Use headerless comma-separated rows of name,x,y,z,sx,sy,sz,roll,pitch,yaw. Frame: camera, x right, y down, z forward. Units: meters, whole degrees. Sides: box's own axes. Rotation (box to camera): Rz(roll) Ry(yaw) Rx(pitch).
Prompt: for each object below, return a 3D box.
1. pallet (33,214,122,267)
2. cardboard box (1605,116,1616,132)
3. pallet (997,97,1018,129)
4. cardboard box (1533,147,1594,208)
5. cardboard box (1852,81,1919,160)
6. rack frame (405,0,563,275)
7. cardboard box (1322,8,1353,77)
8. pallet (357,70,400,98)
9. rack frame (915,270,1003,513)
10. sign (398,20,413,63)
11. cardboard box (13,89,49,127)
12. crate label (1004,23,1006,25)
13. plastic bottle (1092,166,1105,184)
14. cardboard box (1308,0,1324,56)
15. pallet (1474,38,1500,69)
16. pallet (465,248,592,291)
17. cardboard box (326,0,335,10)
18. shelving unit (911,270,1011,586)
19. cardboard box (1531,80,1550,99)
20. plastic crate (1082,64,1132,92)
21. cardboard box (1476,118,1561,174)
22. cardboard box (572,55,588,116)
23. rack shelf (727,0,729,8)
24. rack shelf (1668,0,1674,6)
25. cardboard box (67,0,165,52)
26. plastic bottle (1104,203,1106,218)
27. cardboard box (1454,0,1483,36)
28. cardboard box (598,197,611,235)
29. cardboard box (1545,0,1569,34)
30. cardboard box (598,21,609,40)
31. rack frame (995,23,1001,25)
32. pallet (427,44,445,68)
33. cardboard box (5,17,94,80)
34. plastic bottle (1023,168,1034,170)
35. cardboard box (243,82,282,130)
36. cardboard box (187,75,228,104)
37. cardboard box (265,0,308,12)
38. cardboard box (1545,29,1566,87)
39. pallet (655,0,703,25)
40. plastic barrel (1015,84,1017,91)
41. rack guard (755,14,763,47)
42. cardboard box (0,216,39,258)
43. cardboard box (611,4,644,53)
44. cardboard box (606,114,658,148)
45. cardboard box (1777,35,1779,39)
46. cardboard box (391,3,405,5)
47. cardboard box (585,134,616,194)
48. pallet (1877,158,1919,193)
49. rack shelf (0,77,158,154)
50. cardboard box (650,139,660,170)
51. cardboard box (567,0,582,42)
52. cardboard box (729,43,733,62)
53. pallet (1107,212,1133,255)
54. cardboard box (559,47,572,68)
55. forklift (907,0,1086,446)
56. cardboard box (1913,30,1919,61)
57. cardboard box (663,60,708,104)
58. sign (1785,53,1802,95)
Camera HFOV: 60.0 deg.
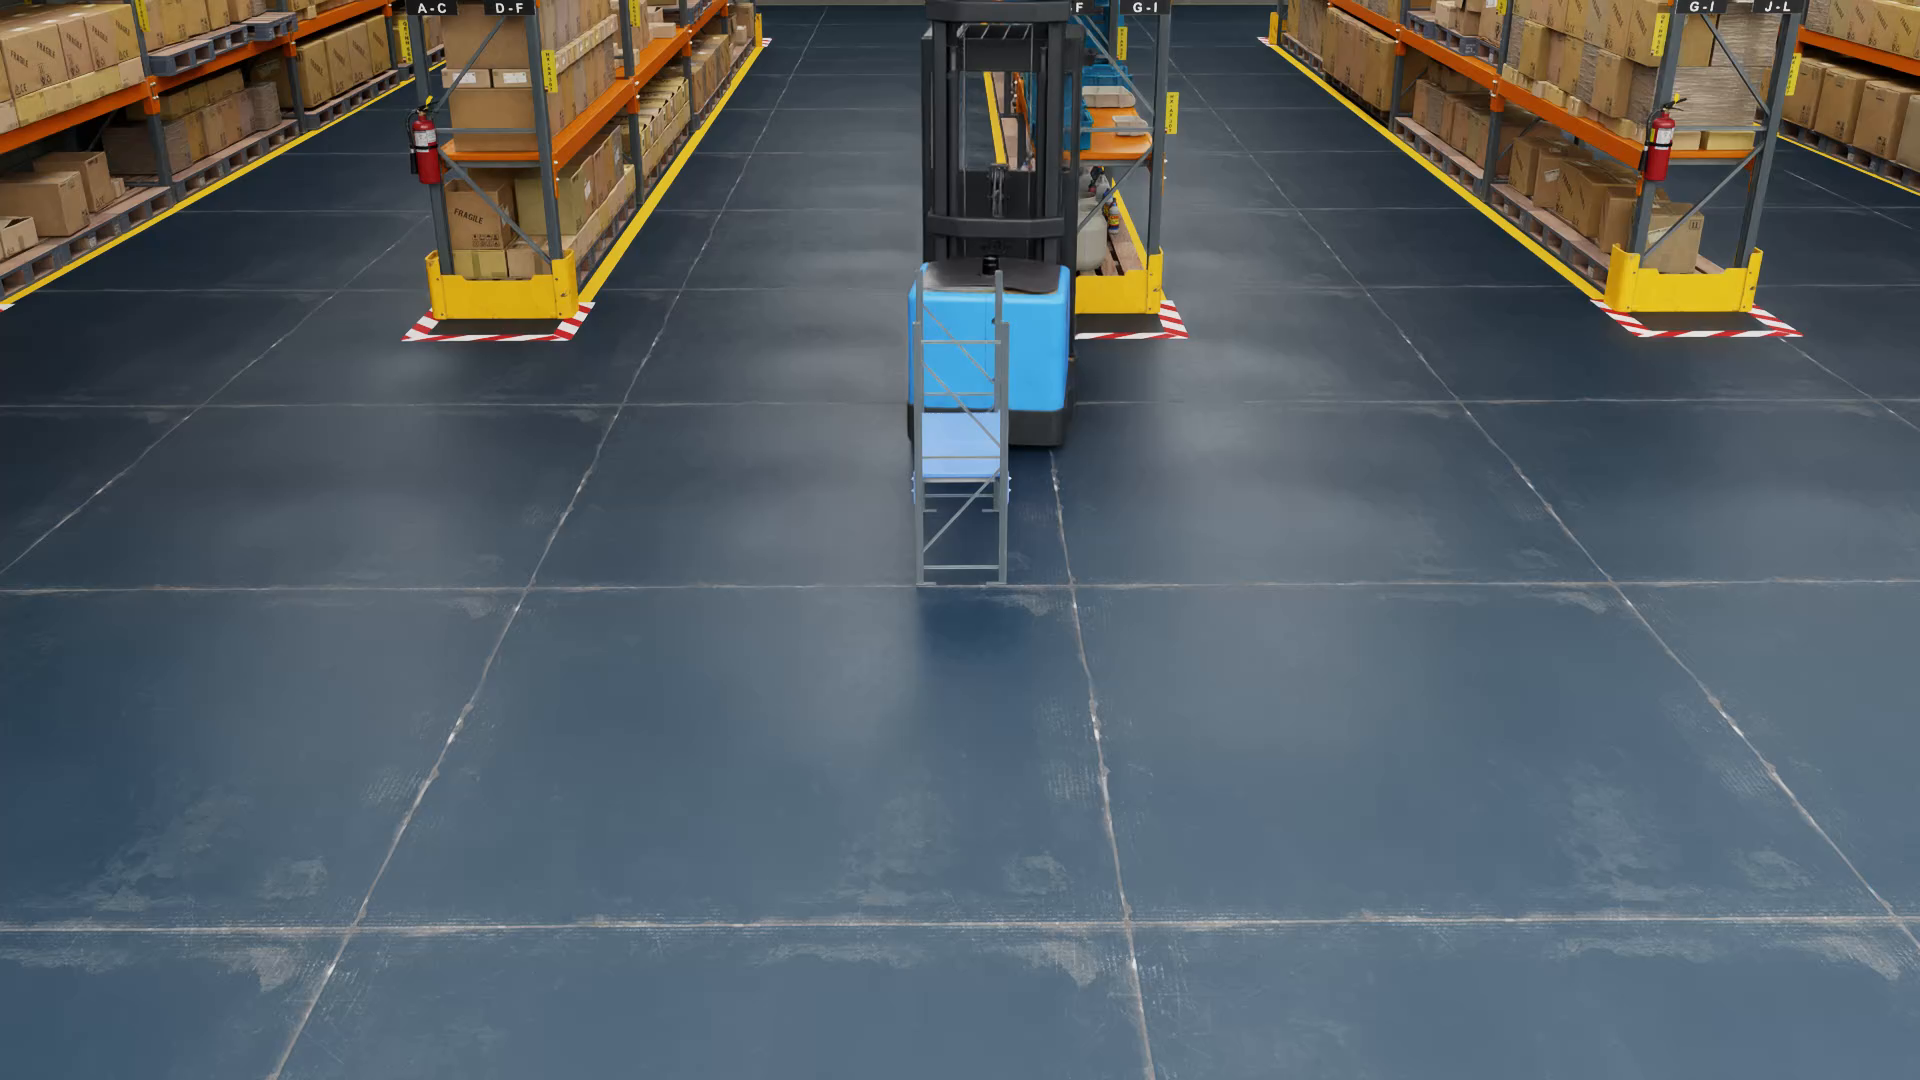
pallet,-8.744,-2.855,15.807,1.003,0.211,1.213,0,24,-1
cardboard box,5.847,-3.636,14.453,0.380,0.149,0.250,0,24,-1
pallet,1.010,-5.653,21.993,1.003,0.211,1.213,0,24,-1
cardboard box,6.034,-3.624,16.647,0.500,0.500,0.500,8,25,16
cardboard box,10.914,-4.773,18.883,1.050,0.750,0.750,0,24,-1
rack frame,-3.806,-3.282,13.366,1.000,3.000,0.127,0,24,-1
cardboard box,5.996,-7.229,24.163,1.225,0.875,0.875,0,24,0
pallet,-8.806,-6.615,24.119,1.003,0.211,1.213,0,24,-1
rack frame,-0.005,-0.858,9.826,0.500,1.500,0.032,0,24,-1
sign,-4.349,-3.921,13.086,0.100,0.325,0.005,0,24,-1
cardboard box,-8.467,-3.825,14.725,0.500,0.250,0.500,-1,24,-1
crate label,0.690,-6.347,20.348,0.303,0.233,0.416,0,24,-1
plastic bottle,1.401,-3.601,16.753,0.144,0.351,0.185,-1,24,-3
cardboard box,6.032,-8.136,26.168,0.875,0.875,0.875,0,24,-1
pallet,6.193,-5.201,17.843,1.003,0.211,1.213,0,24,-1
pallet,-3.856,-2.326,14.637,1.003,0.211,1.213,0,24,-1
cardboard box,-8.646,-7.218,22.350,0.380,0.149,0.250,0,24,0
shelving unit,0.001,-0.648,9.363,0.538,1.500,1.048,0,24,-1
cardboard box,5.752,-4.356,16.047,0.380,0.149,0.250,0,24,-1
plastic crate,1.387,-4.428,16.081,0.499,0.251,0.616,0,24,-1
cardboard box,6.071,-4.288,18.090,0.700,0.500,0.500,-2,24,-5
cardboard box,-3.818,-4.158,15.181,0.700,0.500,0.500,0,24,1
rack shelf,-3.959,-8.723,26.270,1.077,0.370,4.000,0,24,-1
rack shelf,6.078,-5.188,14.813,1.077,0.370,4.000,0,24,-1
cardboard box,-8.774,-5.362,17.311,0.700,0.500,0.500,0,24,0
plastic bottle,1.434,-3.191,15.942,0.097,0.271,0.097,0,24,0
cardboard box,5.945,-5.925,18.576,0.797,0.503,0.637,2,24,5
cardboard box,-3.604,-3.060,15.704,0.500,0.250,0.500,0,24,-1
cardboard box,5.819,-5.011,15.494,0.500,0.500,0.500,0,24,-1
cardboard box,-3.626,-4.950,16.147,0.380,0.149,0.250,-1,24,-2
rack frame,1.016,-8.247,24.345,1.000,3.000,0.127,0,24,-1
pallet,-8.836,-7.750,26.629,1.003,0.211,1.213,0,24,-1
cardboard box,-8.483,-4.582,15.489,0.500,0.500,0.500,-1,24,-2
plastic bottle,0.700,-3.644,16.938,0.152,0.276,0.135,1,24,1
cardboard box,-8.786,-5.320,20.371,0.700,0.500,0.500,0,24,0
cardboard box,-8.832,-5.214,19.228,0.500,0.250,0.500,0,24,-1
cardboard box,-8.596,-6.946,20.961,0.500,0.500,0.500,0,24,1
cardboard box,6.076,-4.557,15.703,0.875,0.500,0.500,0,24,-1
pallet,-3.971,-6.770,21.311,1.213,0.211,1.003,0,24,-1
plastic barrel,0.942,-6.091,22.086,0.421,0.512,0.421,0,24,0
rack guard,-3.980,-8.705,28.389,1.175,0.500,0.348,0,24,-1
cardboard box,-8.683,-2.754,14.928,0.500,0.311,0.500,2,24,4
cardboard box,-3.853,-5.716,18.626,0.500,0.500,0.500,0,24,0
cardboard box,-3.605,-4.502,18.210,0.500,0.311,0.500,-1,24,-1
cardboard box,11.210,-6.694,22.525,0.500,0.250,0.500,0,24,0
cardboard box,-9.015,-8.545,26.740,0.380,0.149,0.250,0,24,0
cardboard box,-3.623,-3.608,16.005,0.500,0.500,0.500,0,24,-1
pallet,10.933,-4.001,18.340,1.003,0.211,1.213,0,24,-1
rack shelf,-8.781,-3.754,15.284,1.077,0.370,4.000,0,24,-1
cardboard box,-3.610,-4.246,18.326,0.500,0.250,0.500,0,24,1
cardboard box,-3.822,-4.763,14.947,0.700,0.500,0.500,0,24,-1
cardboard box,-3.725,-7.376,25.147,0.500,0.311,0.500,0,24,-1
pallet,1.085,-2.899,15.904,1.003,0.211,1.213,0,24,-1
cardboard box,-3.608,-4.211,14.512,0.380,0.149,0.250,-1,24,-2
forklift,0.304,-2.526,11.779,1.130,2.935,3.031,2,24,5
cardboard box,10.739,-5.421,17.975,0.500,0.500,0.500,-1,24,-1
cardboard box,-3.624,-6.044,21.974,0.500,0.500,0.500,-1,24,-2
sign,6.642,-3.722,13.288,0.100,0.325,0.005,0,24,-1
